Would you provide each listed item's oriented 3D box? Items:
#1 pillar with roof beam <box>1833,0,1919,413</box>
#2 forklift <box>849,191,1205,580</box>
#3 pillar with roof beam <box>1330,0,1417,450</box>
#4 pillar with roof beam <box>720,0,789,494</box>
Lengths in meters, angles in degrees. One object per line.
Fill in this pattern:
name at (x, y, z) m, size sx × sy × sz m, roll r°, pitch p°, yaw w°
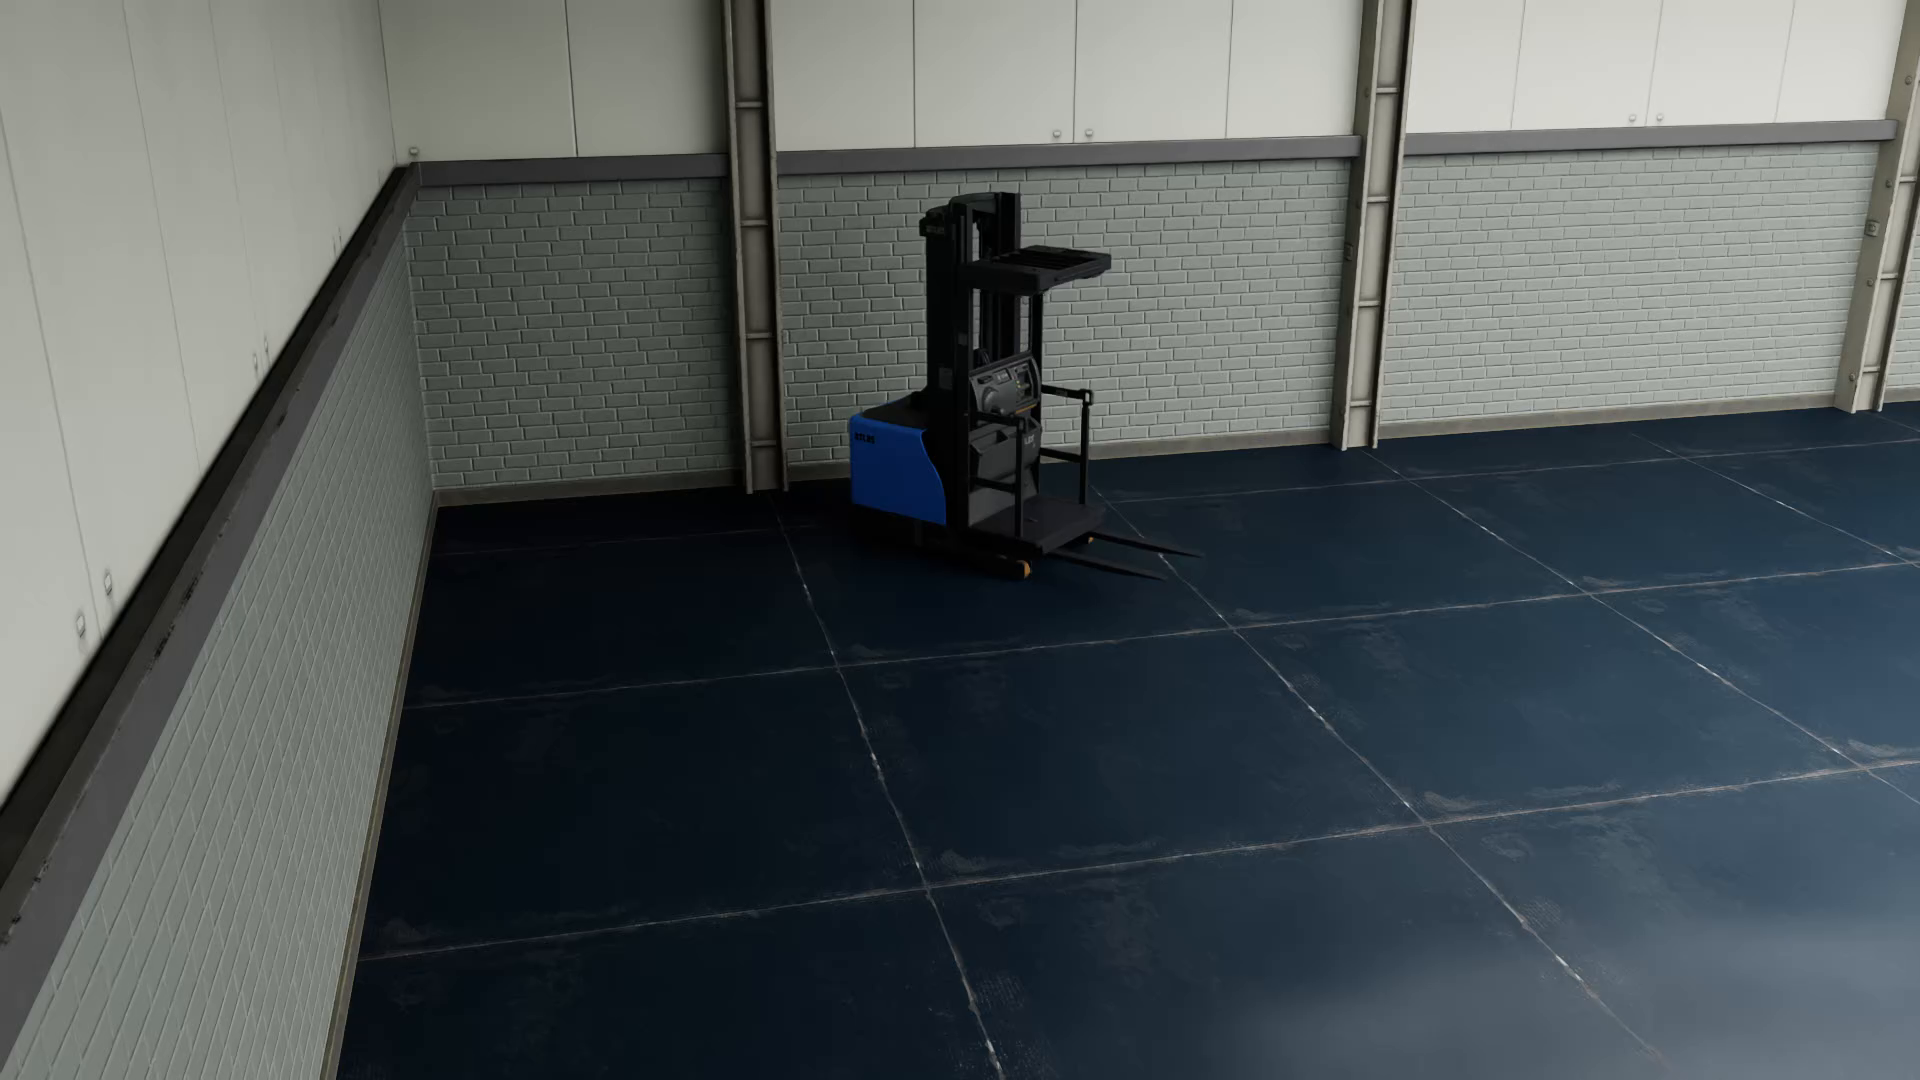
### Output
pillar with roof beam at (10.837, -4.231, 12.783) m, size 0.400 × 9.000 × 9.100 m, roll -5°, pitch 21°, yaw -12°
forklift at (0.542, -1.257, 13.486) m, size 3.031 × 2.935 × 1.130 m, roll 14°, pitch 24°, yaw 33°
pillar with roof beam at (4.998, -3.756, 11.486) m, size 0.400 × 9.000 × 9.100 m, roll -5°, pitch 21°, yaw -12°
pillar with roof beam at (-0.841, -3.281, 10.190) m, size 0.400 × 9.000 × 9.100 m, roll -5°, pitch 21°, yaw -12°
